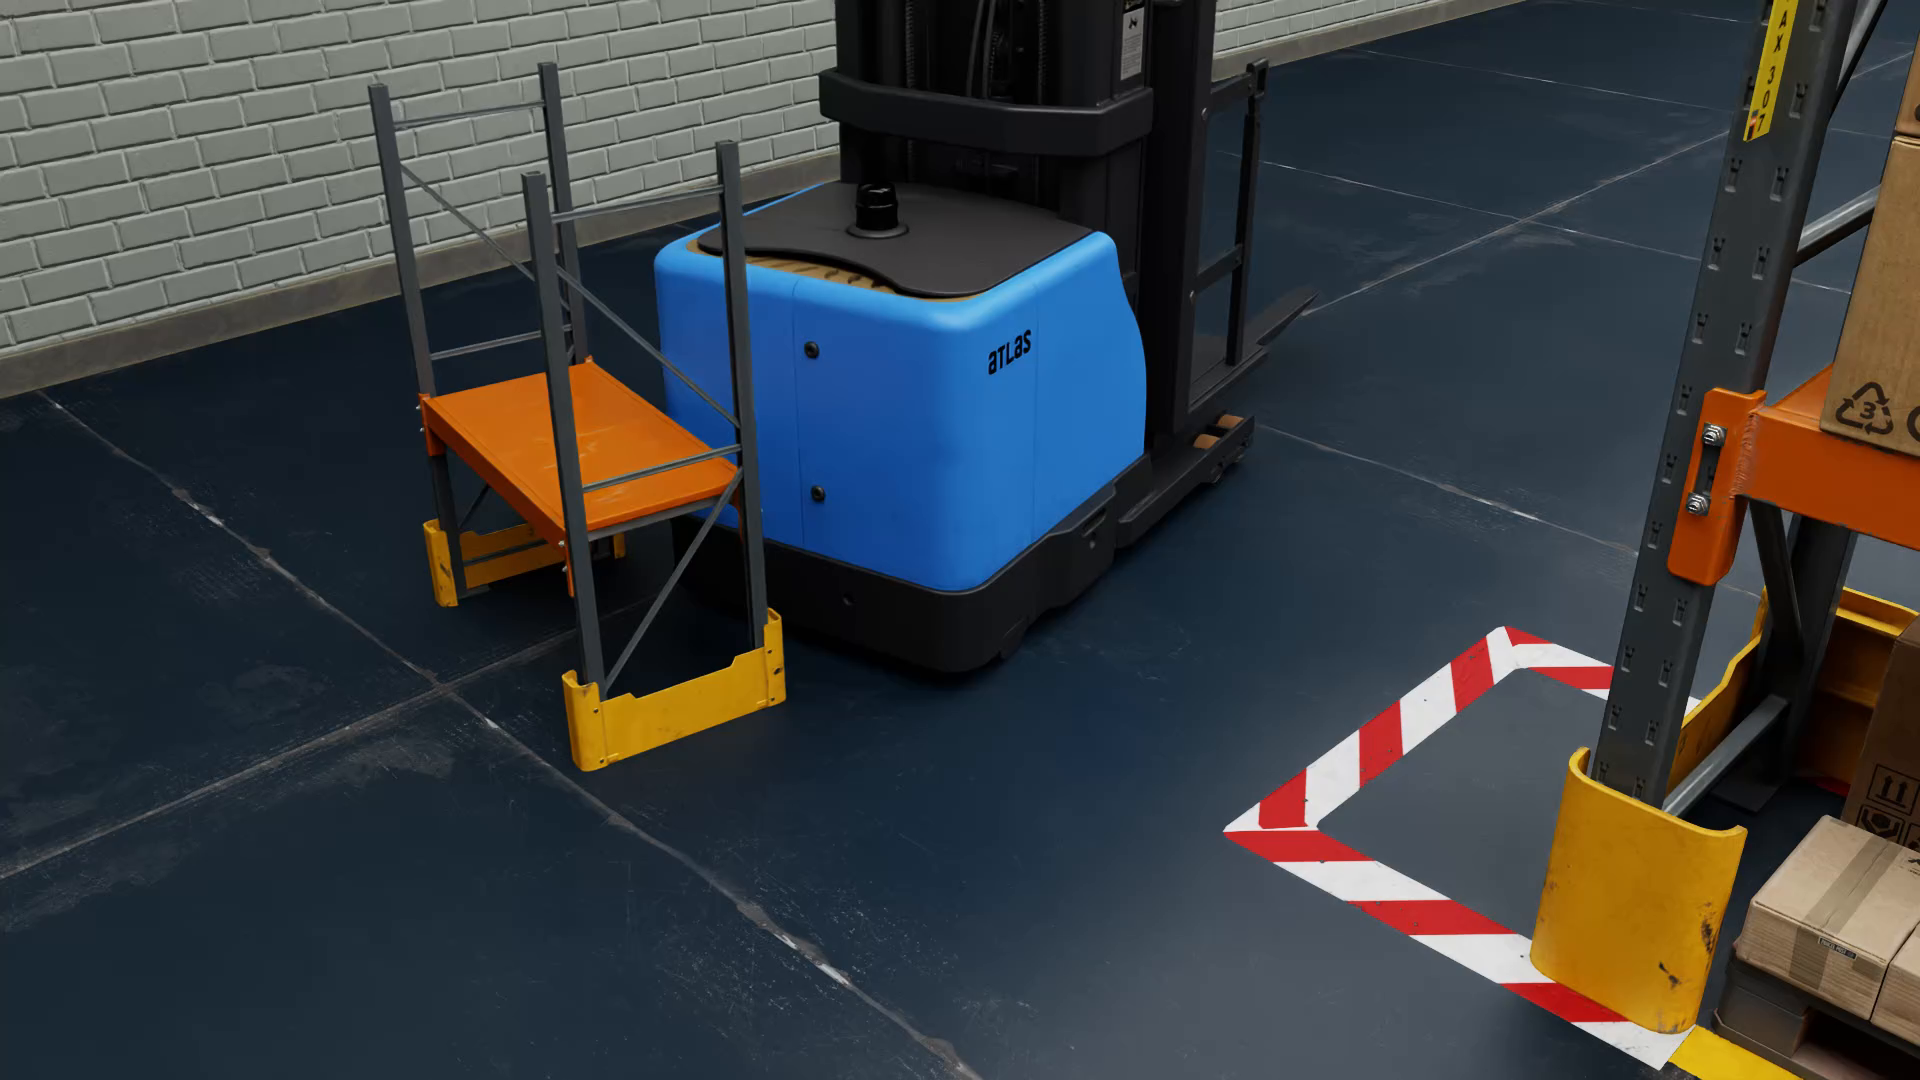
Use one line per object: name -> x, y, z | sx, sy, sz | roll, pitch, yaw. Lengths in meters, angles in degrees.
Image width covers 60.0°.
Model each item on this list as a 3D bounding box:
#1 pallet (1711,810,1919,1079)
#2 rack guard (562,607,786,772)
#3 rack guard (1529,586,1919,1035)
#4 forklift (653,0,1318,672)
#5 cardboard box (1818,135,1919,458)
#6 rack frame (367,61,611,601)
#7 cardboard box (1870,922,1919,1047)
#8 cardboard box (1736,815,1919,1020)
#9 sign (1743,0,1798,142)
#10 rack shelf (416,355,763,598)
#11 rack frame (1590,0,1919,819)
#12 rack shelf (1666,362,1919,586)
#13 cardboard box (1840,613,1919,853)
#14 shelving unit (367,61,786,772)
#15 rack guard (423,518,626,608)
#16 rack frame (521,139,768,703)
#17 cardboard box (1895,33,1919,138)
pallet -> 2.290, 0.927, 3.261 | 1.213, 0.211, 1.003 | 25, 36, 38
rack guard -> -0.721, 0.378, 4.262 | 0.587, 0.250, 0.087 | -18, 33, -31
rack guard -> 1.721, 0.539, 3.688 | 0.348, 0.500, 1.175 | 25, 36, 38
forklift -> 0.363, -1.590, 5.124 | 1.130, 2.935, 3.031 | 16, 32, 28
cardboard box -> 1.798, -0.404, 2.688 | 0.500, 0.500, 0.500 | -24, 36, -38
rack frame -> -1.295, -0.554, 4.693 | 0.500, 1.500, 0.032 | -18, 33, -31
cardboard box -> 1.903, 0.799, 3.078 | 0.250, 0.166, 0.380 | 25, 36, 38
cardboard box -> 1.724, 0.726, 3.238 | 0.250, 0.149, 0.380 | 25, 36, 38
sign -> 1.286, -0.795, 2.609 | 0.005, 0.325, 0.100 | 25, 36, 38
rack shelf -> -1.002, -0.202, 4.409 | 0.538, 0.185, 1.000 | -18, 33, -31
rack frame -> 1.667, -0.592, 3.153 | 0.127, 3.000, 1.000 | 25, 36, 38
rack shelf -> 3.093, 0.379, 2.080 | 4.000, 0.370, 1.077 | 25, 36, 38
cardboard box -> 2.227, 0.415, 3.451 | 0.500, 0.500, 0.500 | 25, 36, 38
shelving unit -> -1.007, -0.364, 4.332 | 0.587, 1.500, 1.083 | -18, 33, -31
rack guard -> -1.294, -0.001, 4.983 | 0.587, 0.250, 0.087 | -18, 33, -31
rack frame -> -0.710, -0.167, 3.957 | 0.500, 1.500, 0.032 | -18, 33, -31
cardboard box -> 1.798, -0.847, 2.456 | 0.500, 0.500, 0.500 | -24, 36, -38
